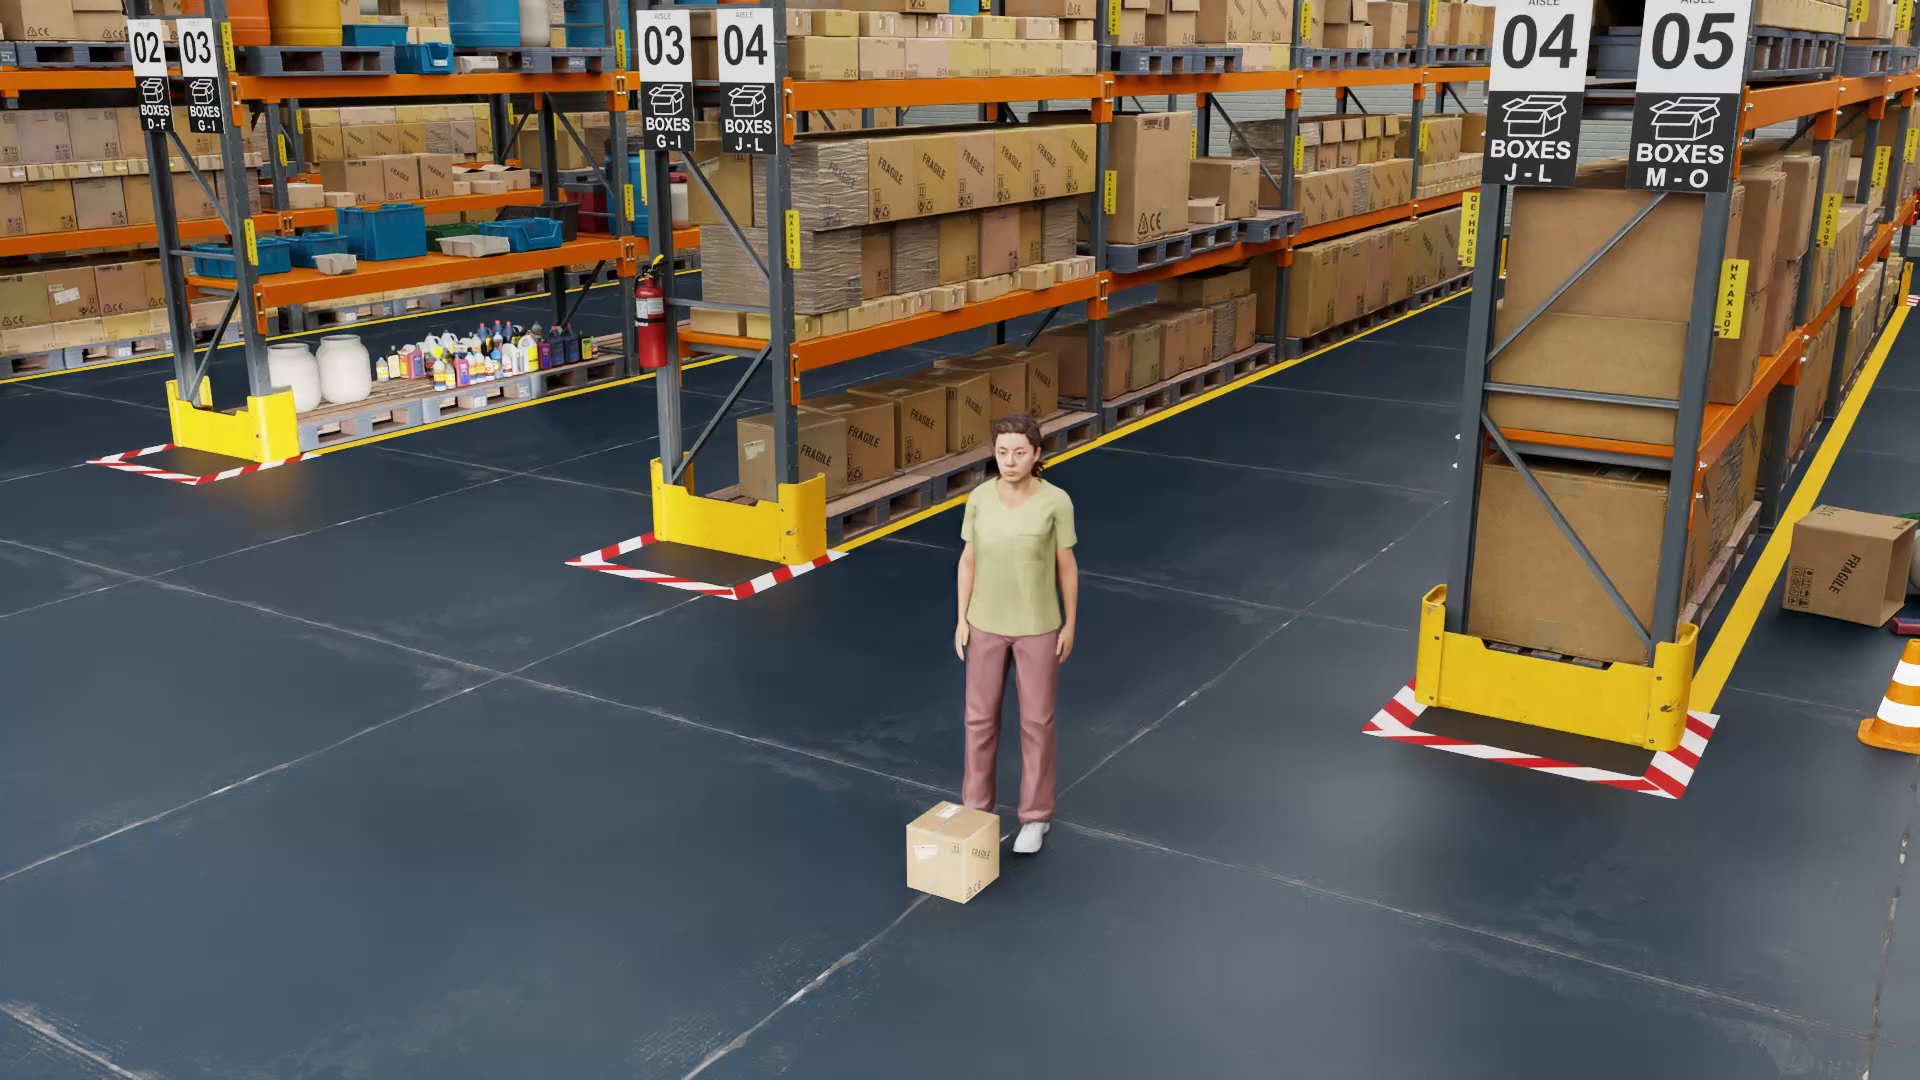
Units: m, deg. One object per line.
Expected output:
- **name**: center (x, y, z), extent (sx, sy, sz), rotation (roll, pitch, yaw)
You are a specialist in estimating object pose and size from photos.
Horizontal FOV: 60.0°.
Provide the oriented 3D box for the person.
- **person**: center (0.205, 0.347, 6.314), extent (0.462, 1.680, 0.401), rotation (4, 17, 14)
